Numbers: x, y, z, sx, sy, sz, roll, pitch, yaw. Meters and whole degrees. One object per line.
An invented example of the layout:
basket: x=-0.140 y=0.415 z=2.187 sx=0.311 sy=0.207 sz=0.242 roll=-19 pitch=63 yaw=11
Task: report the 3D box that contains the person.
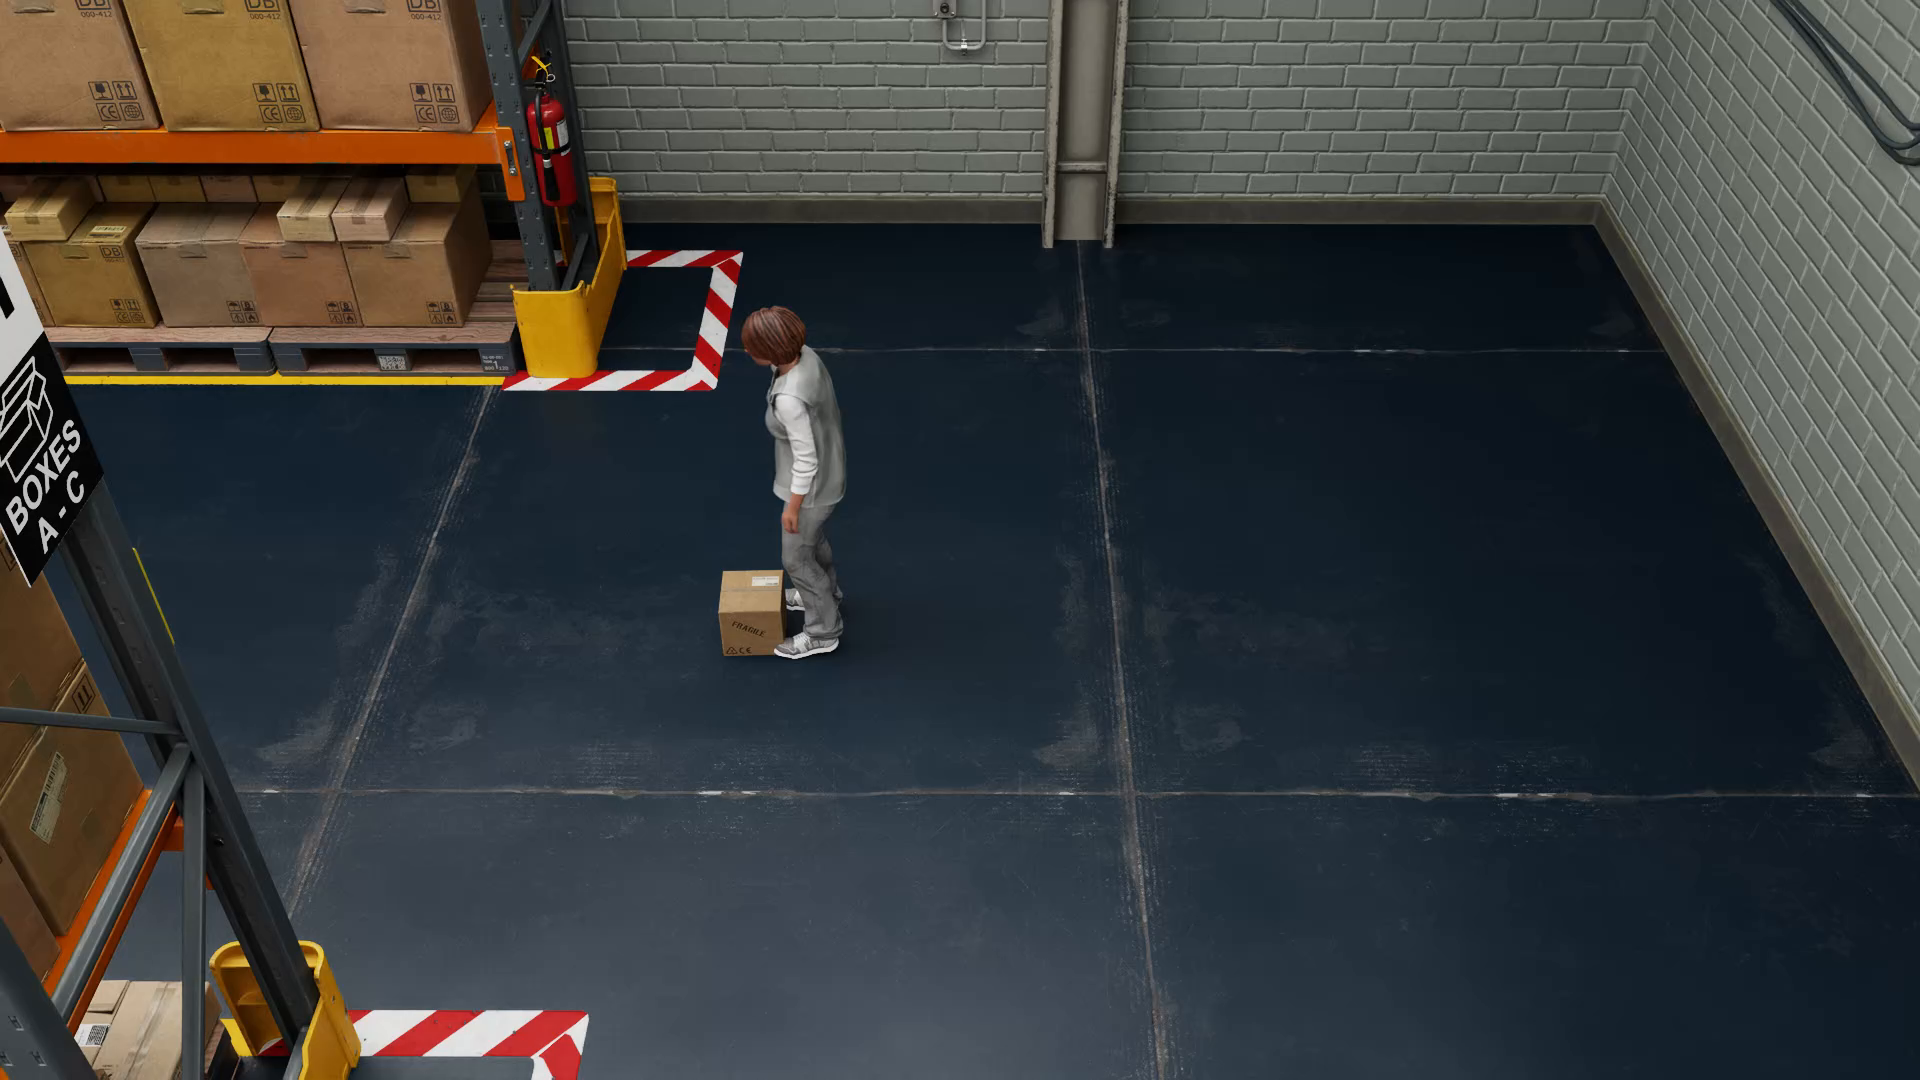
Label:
person: x=-0.608 y=-0.217 z=6.431 sx=0.345 sy=1.581 sz=0.460 roll=-1 pitch=40 yaw=-1
